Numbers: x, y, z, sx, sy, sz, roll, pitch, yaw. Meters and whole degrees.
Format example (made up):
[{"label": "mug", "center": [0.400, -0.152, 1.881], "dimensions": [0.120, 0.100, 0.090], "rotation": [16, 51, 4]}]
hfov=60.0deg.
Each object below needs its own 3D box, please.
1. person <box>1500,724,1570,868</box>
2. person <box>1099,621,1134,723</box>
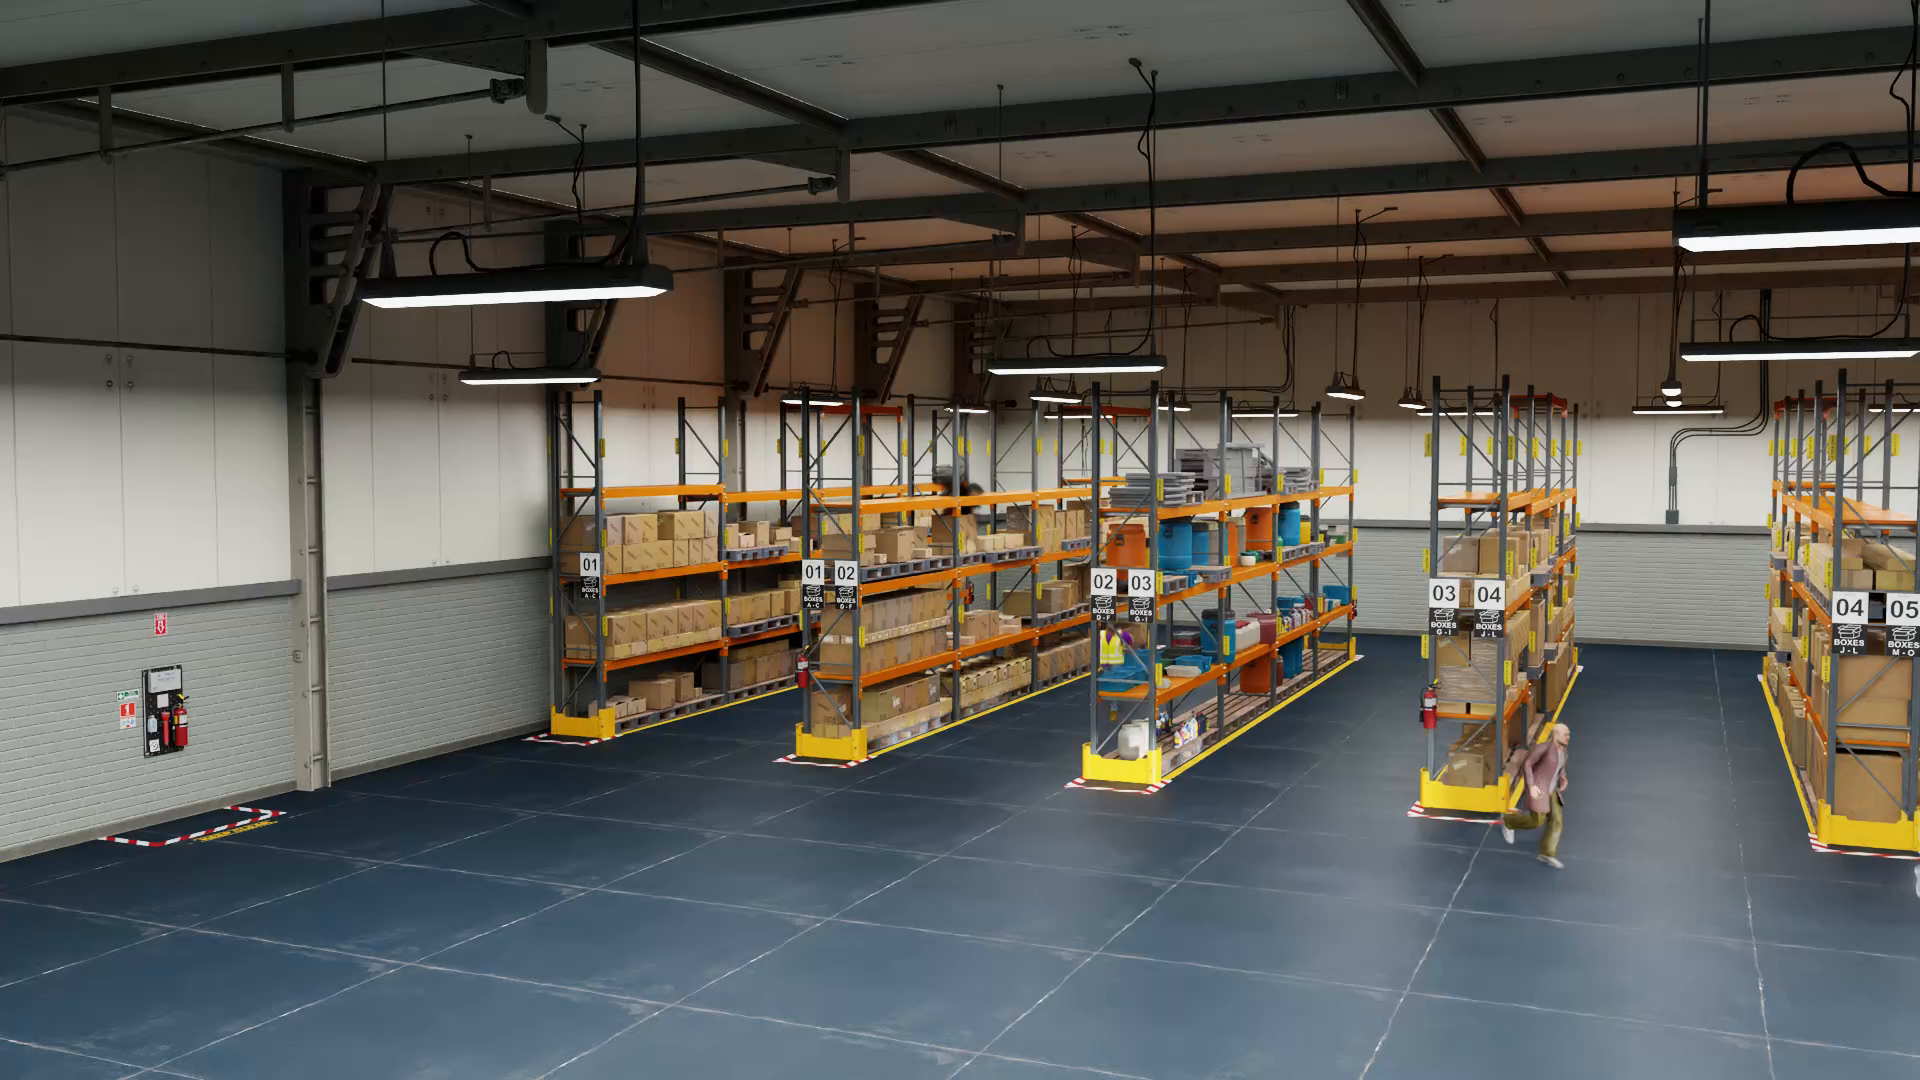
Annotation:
[{"label": "person", "center": [6.996, 3.047, 20.223], "dimensions": [0.717, 1.726, 0.918], "rotation": [-3, 4, -39]}, {"label": "person", "center": [2.672, 2.263, 29.467], "dimensions": [0.672, 1.887, 0.752], "rotation": [2, 4, 26]}]
